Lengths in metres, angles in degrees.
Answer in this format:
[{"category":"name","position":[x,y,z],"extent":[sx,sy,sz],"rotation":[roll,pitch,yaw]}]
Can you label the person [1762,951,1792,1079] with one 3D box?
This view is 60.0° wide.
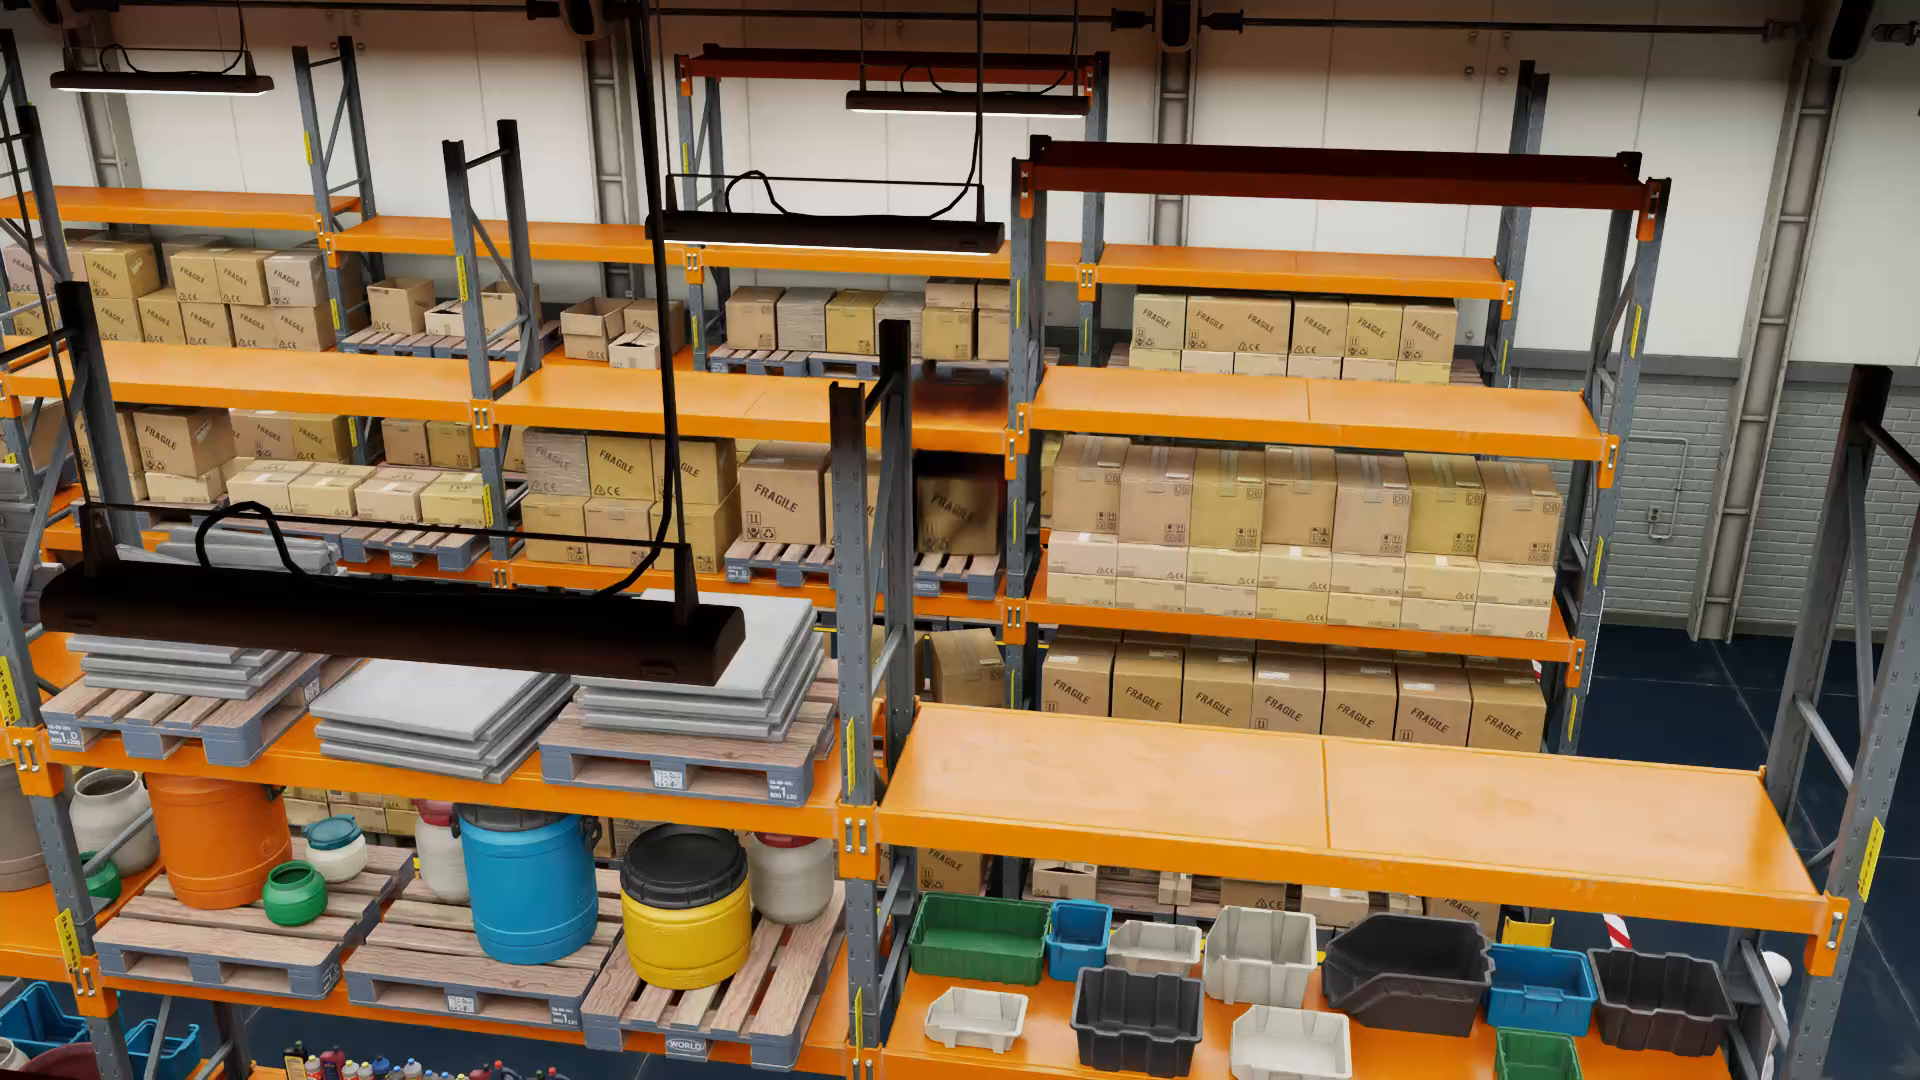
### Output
[{"category":"person","position":[4.742,3.287,10.323],"extent":[1.022,1.729,0.532],"rotation":[-2,23,-4]}]
